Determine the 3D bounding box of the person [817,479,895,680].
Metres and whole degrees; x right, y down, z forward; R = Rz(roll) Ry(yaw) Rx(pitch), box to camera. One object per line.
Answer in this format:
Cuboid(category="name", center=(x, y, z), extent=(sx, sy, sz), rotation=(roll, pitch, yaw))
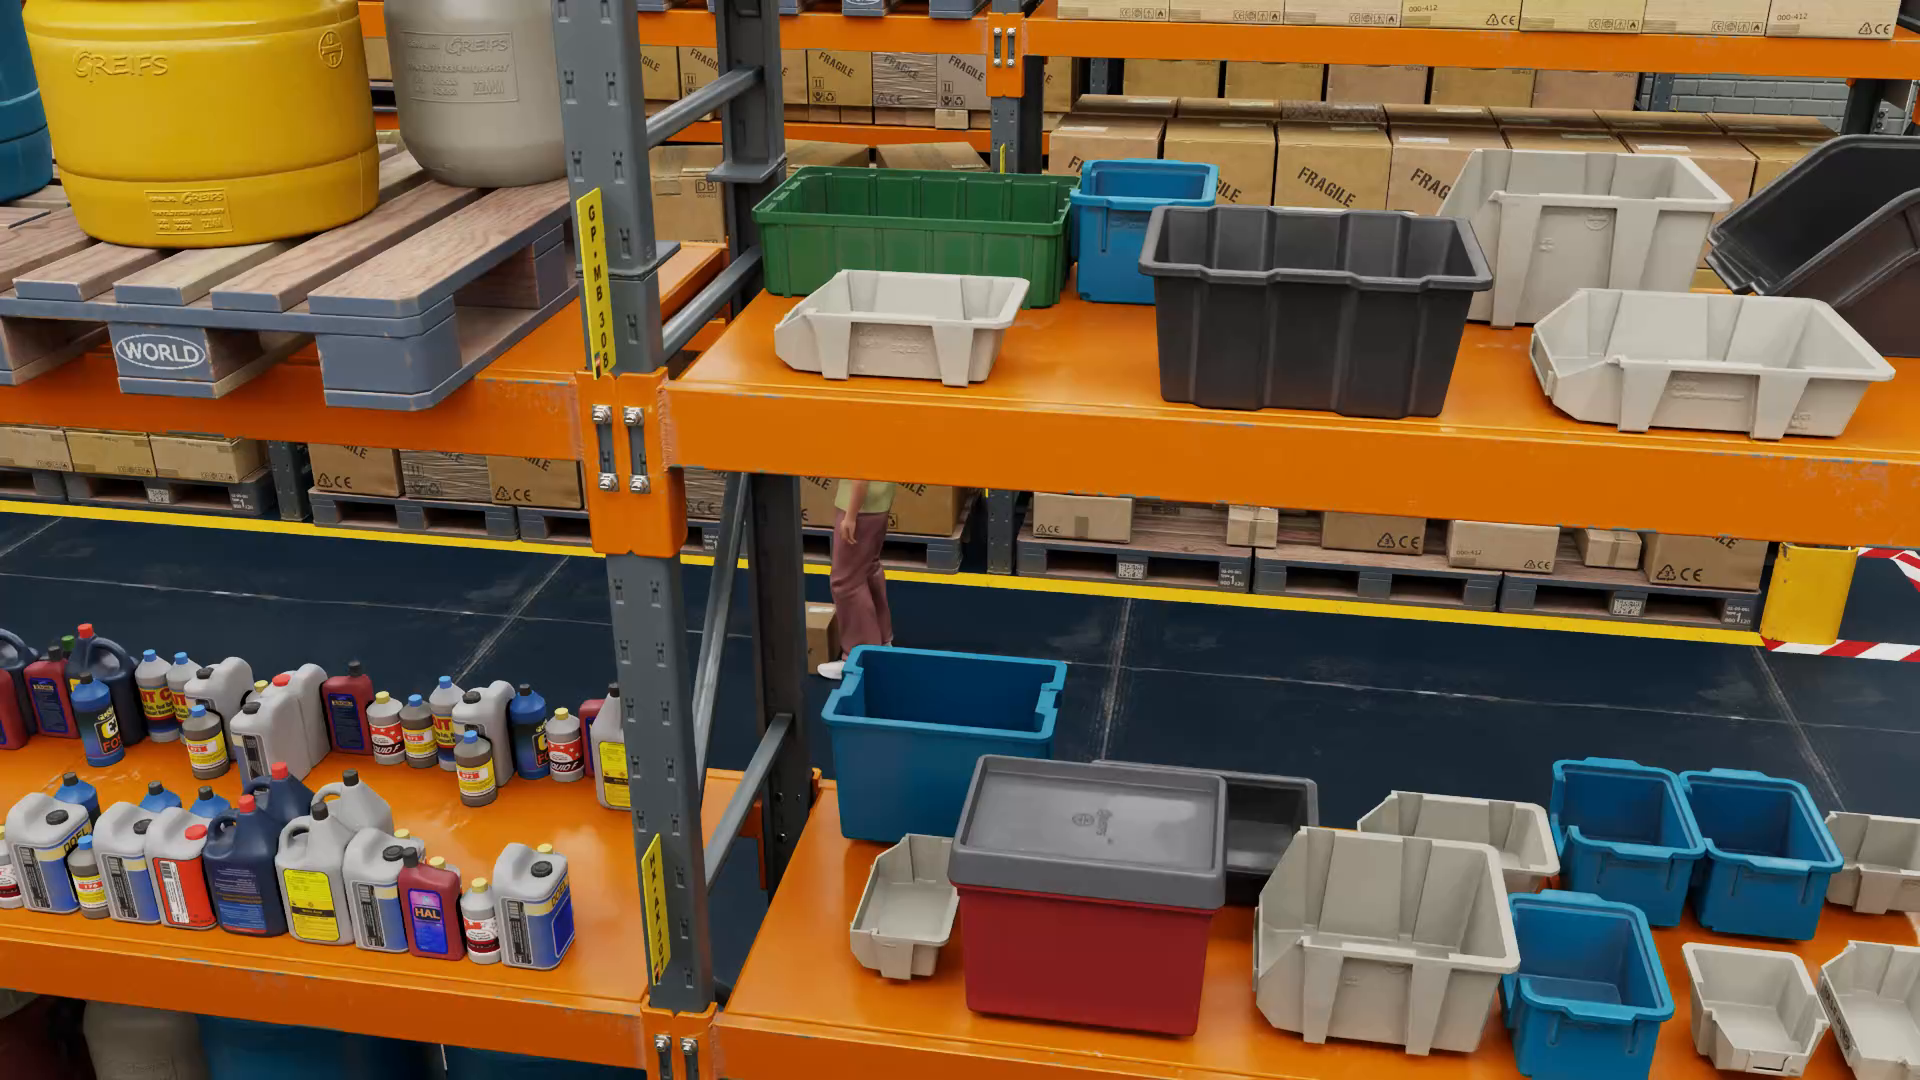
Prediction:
Cuboid(category="person", center=(-0.468, -0.168, 7.471), extent=(0.364, 1.671, 0.516), rotation=(3, 25, 6))
